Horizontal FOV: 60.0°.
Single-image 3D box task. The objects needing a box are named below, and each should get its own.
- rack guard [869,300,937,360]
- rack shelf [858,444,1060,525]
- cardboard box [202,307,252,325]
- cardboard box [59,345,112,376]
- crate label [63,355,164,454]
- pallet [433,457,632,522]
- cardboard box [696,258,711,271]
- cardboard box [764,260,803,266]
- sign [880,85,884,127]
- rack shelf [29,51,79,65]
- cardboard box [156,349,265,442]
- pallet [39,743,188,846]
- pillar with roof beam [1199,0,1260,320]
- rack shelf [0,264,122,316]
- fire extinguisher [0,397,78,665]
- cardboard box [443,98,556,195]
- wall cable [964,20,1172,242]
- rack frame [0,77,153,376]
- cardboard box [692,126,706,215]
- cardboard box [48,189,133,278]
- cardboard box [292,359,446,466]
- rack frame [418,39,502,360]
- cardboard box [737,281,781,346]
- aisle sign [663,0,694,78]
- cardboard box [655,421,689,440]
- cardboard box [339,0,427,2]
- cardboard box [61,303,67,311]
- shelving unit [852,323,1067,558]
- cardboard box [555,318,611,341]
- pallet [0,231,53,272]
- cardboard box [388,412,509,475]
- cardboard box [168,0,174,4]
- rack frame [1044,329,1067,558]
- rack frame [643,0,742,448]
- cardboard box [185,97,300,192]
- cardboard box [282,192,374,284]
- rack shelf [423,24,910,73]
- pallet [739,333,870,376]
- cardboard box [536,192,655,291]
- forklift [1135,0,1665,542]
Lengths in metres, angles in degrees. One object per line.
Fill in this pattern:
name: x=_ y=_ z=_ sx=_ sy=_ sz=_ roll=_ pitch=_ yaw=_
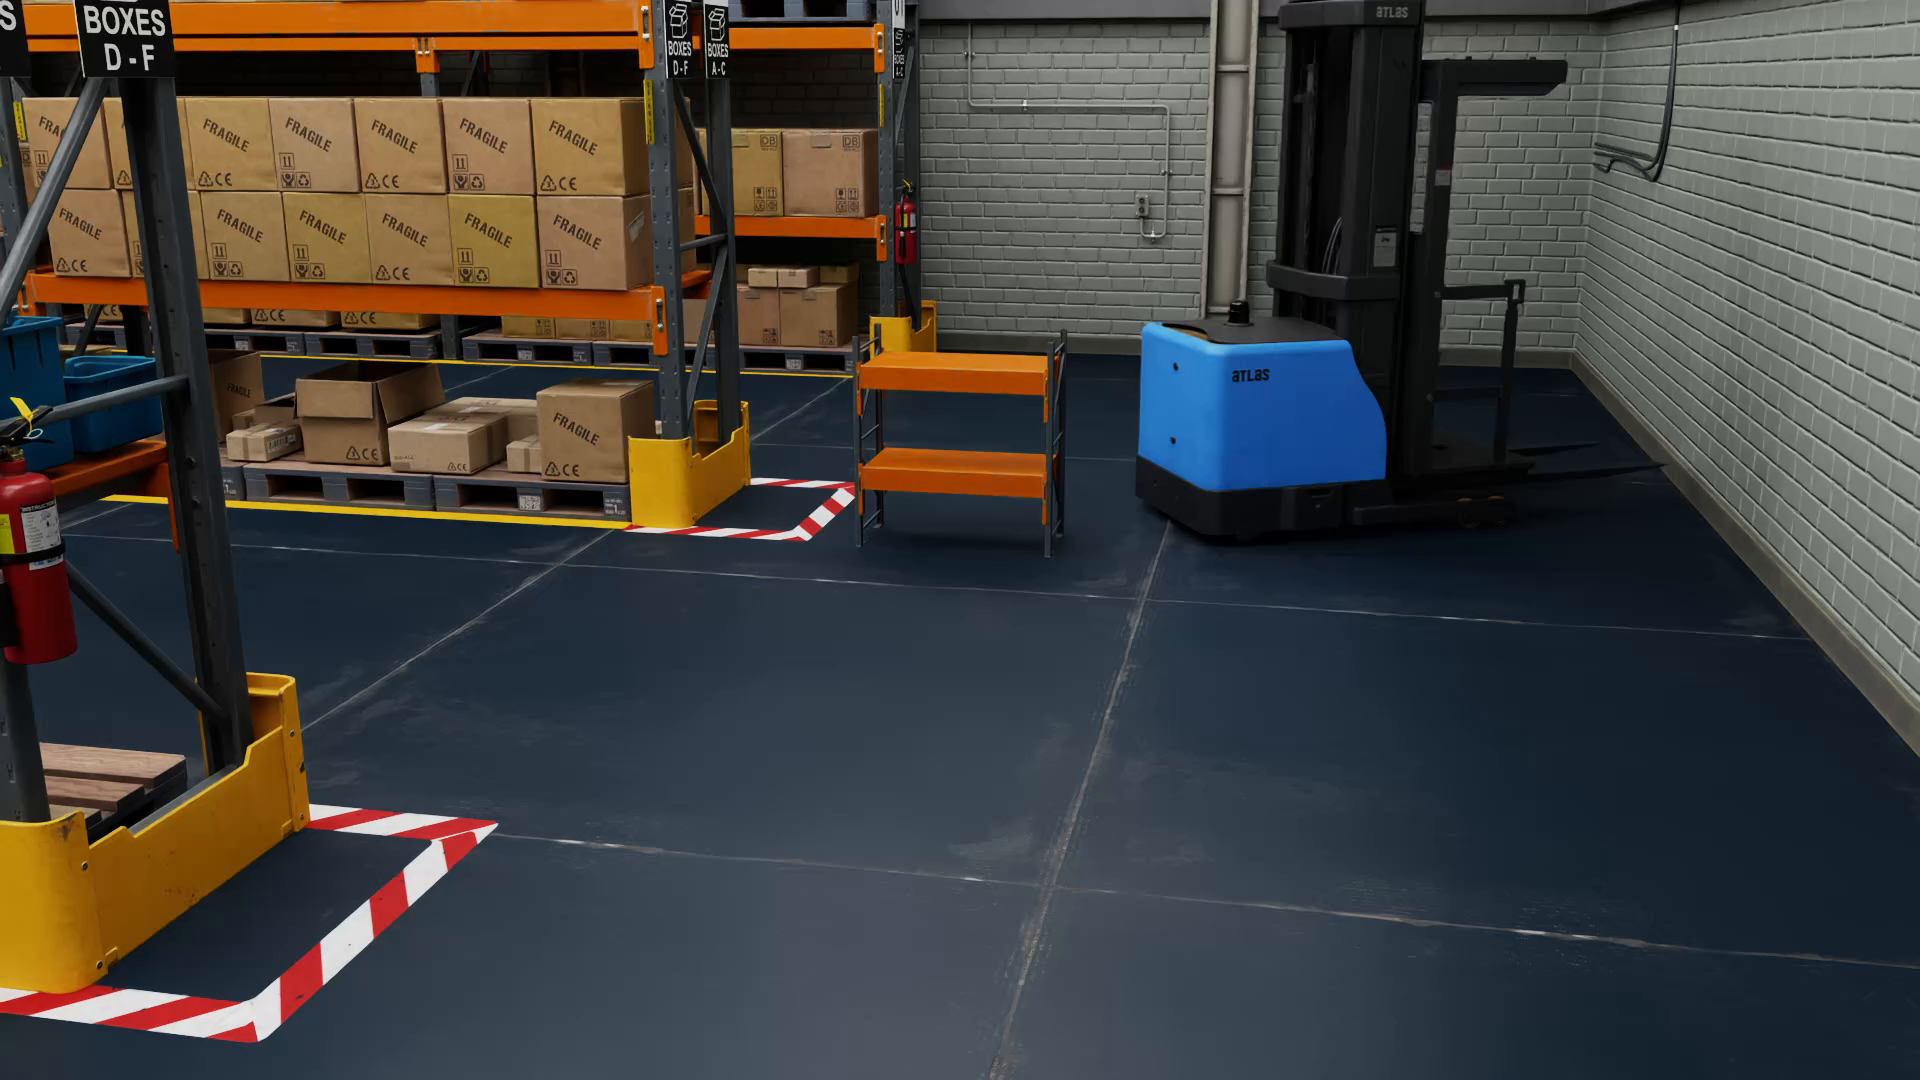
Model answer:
rack guard: x=-0.481 y=-1.752 z=14.379 sx=0.348 sy=0.500 sz=1.175 roll=3 pitch=16 yaw=11
rack shelf: x=0.007 y=-0.306 z=8.906 sx=1.000 sy=0.278 sz=0.538 roll=3 pitch=16 yaw=11
cardboard box: x=-6.792 y=-2.428 z=15.378 sx=0.750 sy=0.750 sz=0.750 roll=3 pitch=16 yaw=11
cardboard box: x=-5.833 y=-0.971 z=10.737 sx=0.500 sy=0.500 sz=0.500 roll=2 pitch=16 yaw=9
crate label: x=-2.655 y=-0.413 z=5.067 sx=0.303 sy=0.233 sz=0.416 roll=3 pitch=16 yaw=11
pallet: x=-2.343 y=-0.364 z=9.910 sx=1.213 sy=0.211 sz=1.003 roll=3 pitch=16 yaw=11
cardboard box: x=-2.290 y=-2.392 z=14.688 sx=0.250 sy=0.149 sz=0.380 roll=3 pitch=16 yaw=12
cardboard box: x=-1.544 y=-2.351 z=14.542 sx=0.250 sy=0.149 sz=0.380 roll=3 pitch=16 yaw=11
sign: x=-0.626 y=-3.489 z=13.354 sx=0.005 sy=0.325 sz=0.100 roll=3 pitch=16 yaw=11
rack shelf: x=-10.303 y=-4.588 z=15.666 sx=4.000 sy=0.370 sz=1.077 roll=3 pitch=16 yaw=11
cardboard box: x=-4.792 y=-0.926 z=10.573 sx=0.500 sy=0.500 sz=0.500 roll=3 pitch=16 yaw=11
pallet: x=-3.279 y=0.924 z=5.261 sx=1.213 sy=0.211 sz=1.003 roll=3 pitch=16 yaw=11
pillar with roof beam: x=1.456 y=-4.805 z=9.482 sx=0.400 sy=9.000 sz=9.100 roll=3 pitch=16 yaw=11
rack shelf: x=-7.367 y=-1.634 z=10.619 sx=4.000 sy=0.370 sz=1.077 roll=3 pitch=16 yaw=11
fire extinguisher: x=-2.421 y=-0.022 z=4.296 sx=0.183 sy=0.674 sz=0.296 roll=3 pitch=16 yaw=11
cardboard box: x=-2.474 y=-2.170 z=9.146 sx=0.500 sy=0.500 sz=0.500 roll=4 pitch=16 yaw=13
wall cable: x=0.939 y=-3.627 z=14.562 sx=1.851 sy=1.984 sz=0.084 roll=3 pitch=16 yaw=11
rack frame: x=-5.407 y=-1.874 z=10.139 sx=0.127 sy=3.000 sz=1.000 roll=3 pitch=16 yaw=11
cardboard box: x=-2.466 y=-3.205 z=14.383 sx=0.700 sy=0.700 sz=0.980 roll=2 pitch=16 yaw=8
cardboard box: x=-4.962 y=-1.824 z=9.771 sx=0.500 sy=0.500 sz=0.500 roll=4 pitch=16 yaw=13
cardboard box: x=-3.565 y=-0.785 z=10.058 sx=0.637 sy=0.503 sz=0.797 roll=3 pitch=16 yaw=11
rack frame: x=-4.424 y=-3.170 z=14.818 sx=0.127 sy=3.000 sz=1.000 roll=3 pitch=16 yaw=11
cardboard box: x=-1.700 y=-1.993 z=14.464 sx=0.500 sy=0.500 sz=0.700 roll=3 pitch=16 yaw=11
aisle sign: x=-1.482 y=-2.831 z=8.722 sx=0.004 sy=0.787 sz=0.394 roll=3 pitch=16 yaw=11
cardboard box: x=-1.829 y=-0.612 z=10.098 sx=0.250 sy=0.149 sz=0.380 roll=3 pitch=16 yaw=11
cardboard box: x=-3.024 y=-3.046 z=9.031 sx=0.500 sy=0.250 sz=0.500 roll=3 pitch=16 yaw=11
cardboard box: x=-9.060 y=-2.415 z=15.950 sx=0.500 sy=0.500 sz=0.700 roll=3 pitch=16 yaw=12
shelving unit: x=0.007 y=-0.542 z=8.841 sx=1.048 sy=1.125 sz=0.538 roll=3 pitch=16 yaw=11
cardboard box: x=-3.220 y=-2.074 z=14.756 sx=0.500 sy=0.500 sz=0.700 roll=3 pitch=16 yaw=11
pallet: x=-6.169 y=-1.853 z=10.422 sx=1.213 sy=0.211 sz=1.003 roll=3 pitch=16 yaw=11
cardboard box: x=-2.994 y=-0.571 z=9.762 sx=0.500 sy=0.250 sz=0.500 roll=3 pitch=16 yaw=11
cardboard box: x=-4.491 y=-3.129 z=9.332 sx=0.500 sy=0.250 sz=0.500 roll=3 pitch=16 yaw=11
rack frame: x=0.505 y=-0.515 z=8.743 sx=0.032 sy=1.125 sz=0.500 roll=3 pitch=16 yaw=11
rack frame: x=-1.488 y=-1.662 z=9.371 sx=0.127 sy=3.000 sz=1.000 roll=3 pitch=16 yaw=11
cardboard box: x=-3.992 y=-2.251 z=9.438 sx=0.500 sy=0.500 sz=0.500 roll=3 pitch=16 yaw=9
cardboard box: x=-3.471 y=-1.744 z=9.481 sx=0.500 sy=0.500 sz=0.500 roll=3 pitch=16 yaw=10
rack shelf: x=-2.464 y=-4.163 z=14.130 sx=4.000 sy=0.370 sz=1.077 roll=3 pitch=16 yaw=11
pallet: x=-1.303 y=-1.636 z=14.502 sx=1.213 sy=0.211 sz=1.003 roll=3 pitch=16 yaw=11
cardboard box: x=-1.981 y=-1.662 z=9.187 sx=0.500 sy=0.500 sz=0.500 roll=4 pitch=16 yaw=13
forklift: x=2.593 y=-1.609 z=9.311 sx=3.031 sy=2.935 sz=1.130 roll=-5 pitch=16 yaw=-16
